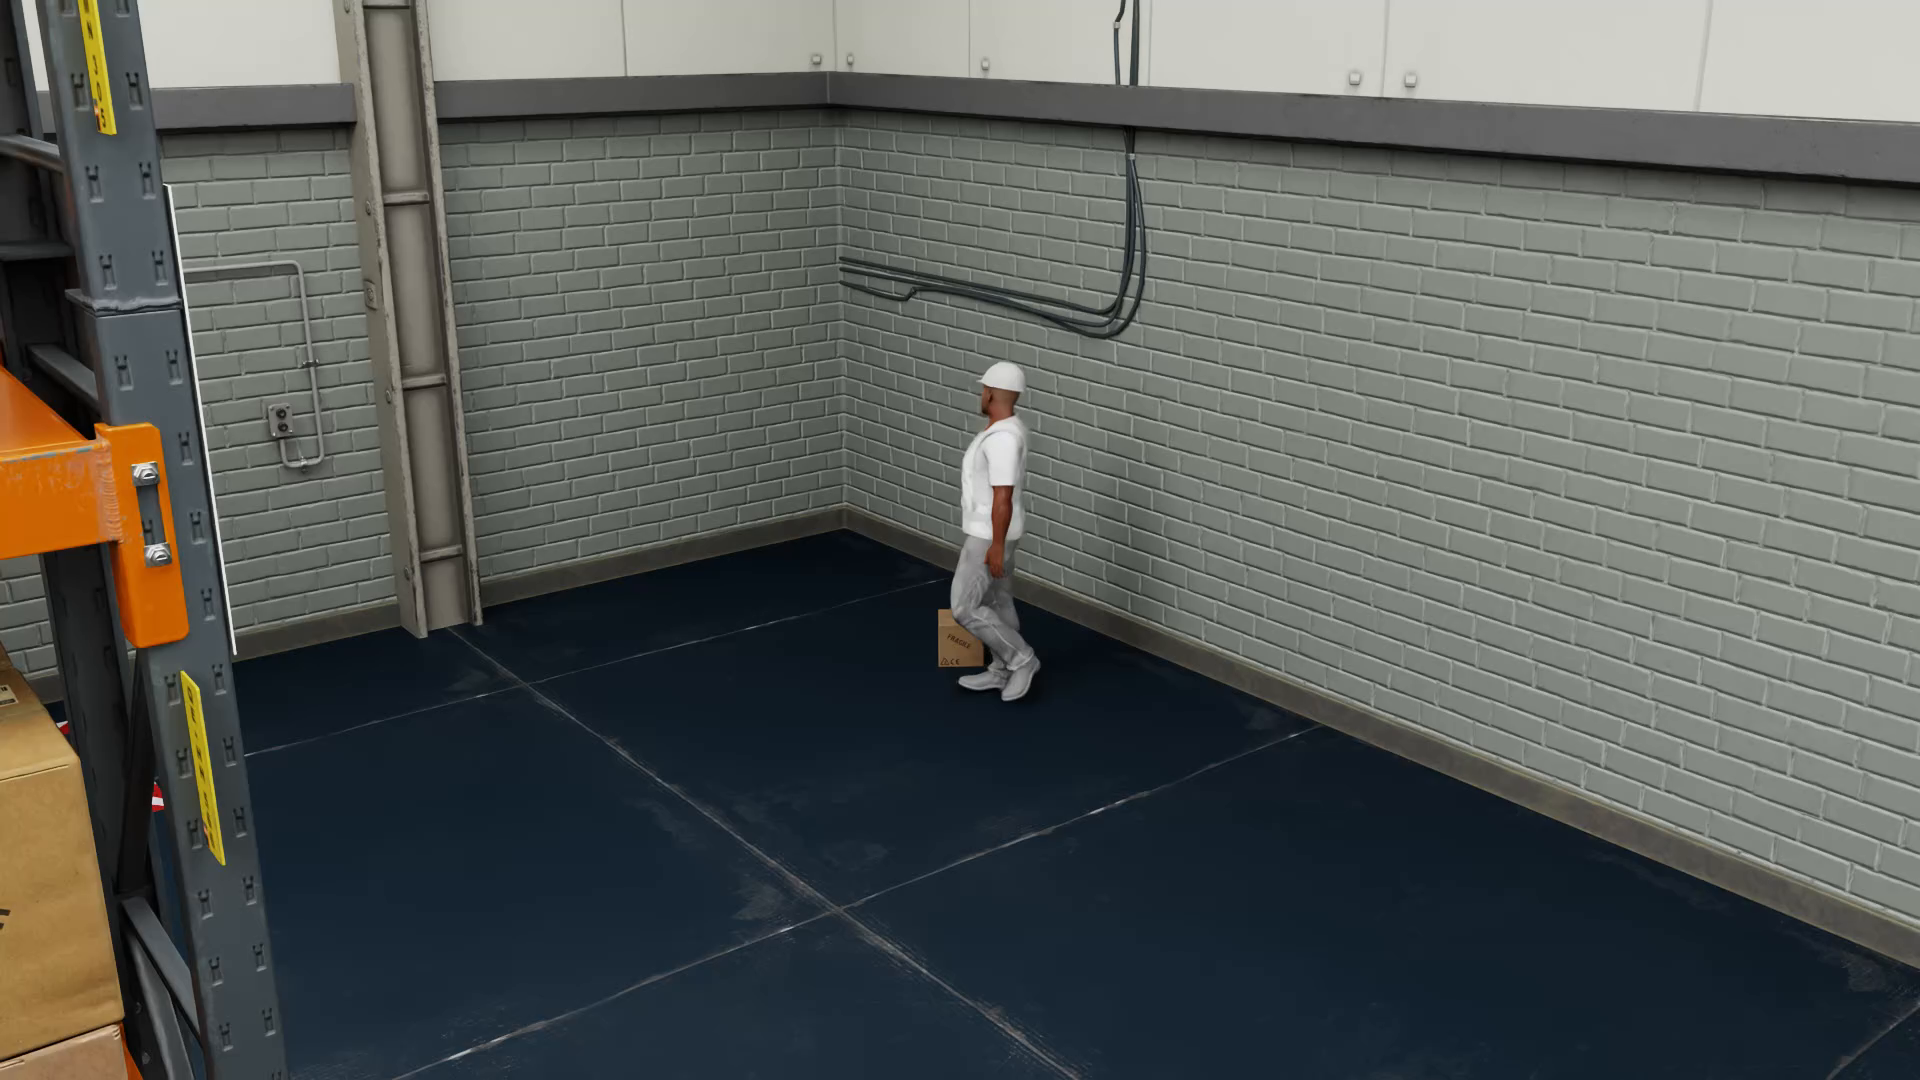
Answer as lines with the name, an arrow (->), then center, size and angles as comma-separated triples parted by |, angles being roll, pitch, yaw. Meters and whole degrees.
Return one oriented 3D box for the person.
person -> 0.208, -0.031, 8.571 | 0.465, 1.760, 0.595 | 2, 18, 8
